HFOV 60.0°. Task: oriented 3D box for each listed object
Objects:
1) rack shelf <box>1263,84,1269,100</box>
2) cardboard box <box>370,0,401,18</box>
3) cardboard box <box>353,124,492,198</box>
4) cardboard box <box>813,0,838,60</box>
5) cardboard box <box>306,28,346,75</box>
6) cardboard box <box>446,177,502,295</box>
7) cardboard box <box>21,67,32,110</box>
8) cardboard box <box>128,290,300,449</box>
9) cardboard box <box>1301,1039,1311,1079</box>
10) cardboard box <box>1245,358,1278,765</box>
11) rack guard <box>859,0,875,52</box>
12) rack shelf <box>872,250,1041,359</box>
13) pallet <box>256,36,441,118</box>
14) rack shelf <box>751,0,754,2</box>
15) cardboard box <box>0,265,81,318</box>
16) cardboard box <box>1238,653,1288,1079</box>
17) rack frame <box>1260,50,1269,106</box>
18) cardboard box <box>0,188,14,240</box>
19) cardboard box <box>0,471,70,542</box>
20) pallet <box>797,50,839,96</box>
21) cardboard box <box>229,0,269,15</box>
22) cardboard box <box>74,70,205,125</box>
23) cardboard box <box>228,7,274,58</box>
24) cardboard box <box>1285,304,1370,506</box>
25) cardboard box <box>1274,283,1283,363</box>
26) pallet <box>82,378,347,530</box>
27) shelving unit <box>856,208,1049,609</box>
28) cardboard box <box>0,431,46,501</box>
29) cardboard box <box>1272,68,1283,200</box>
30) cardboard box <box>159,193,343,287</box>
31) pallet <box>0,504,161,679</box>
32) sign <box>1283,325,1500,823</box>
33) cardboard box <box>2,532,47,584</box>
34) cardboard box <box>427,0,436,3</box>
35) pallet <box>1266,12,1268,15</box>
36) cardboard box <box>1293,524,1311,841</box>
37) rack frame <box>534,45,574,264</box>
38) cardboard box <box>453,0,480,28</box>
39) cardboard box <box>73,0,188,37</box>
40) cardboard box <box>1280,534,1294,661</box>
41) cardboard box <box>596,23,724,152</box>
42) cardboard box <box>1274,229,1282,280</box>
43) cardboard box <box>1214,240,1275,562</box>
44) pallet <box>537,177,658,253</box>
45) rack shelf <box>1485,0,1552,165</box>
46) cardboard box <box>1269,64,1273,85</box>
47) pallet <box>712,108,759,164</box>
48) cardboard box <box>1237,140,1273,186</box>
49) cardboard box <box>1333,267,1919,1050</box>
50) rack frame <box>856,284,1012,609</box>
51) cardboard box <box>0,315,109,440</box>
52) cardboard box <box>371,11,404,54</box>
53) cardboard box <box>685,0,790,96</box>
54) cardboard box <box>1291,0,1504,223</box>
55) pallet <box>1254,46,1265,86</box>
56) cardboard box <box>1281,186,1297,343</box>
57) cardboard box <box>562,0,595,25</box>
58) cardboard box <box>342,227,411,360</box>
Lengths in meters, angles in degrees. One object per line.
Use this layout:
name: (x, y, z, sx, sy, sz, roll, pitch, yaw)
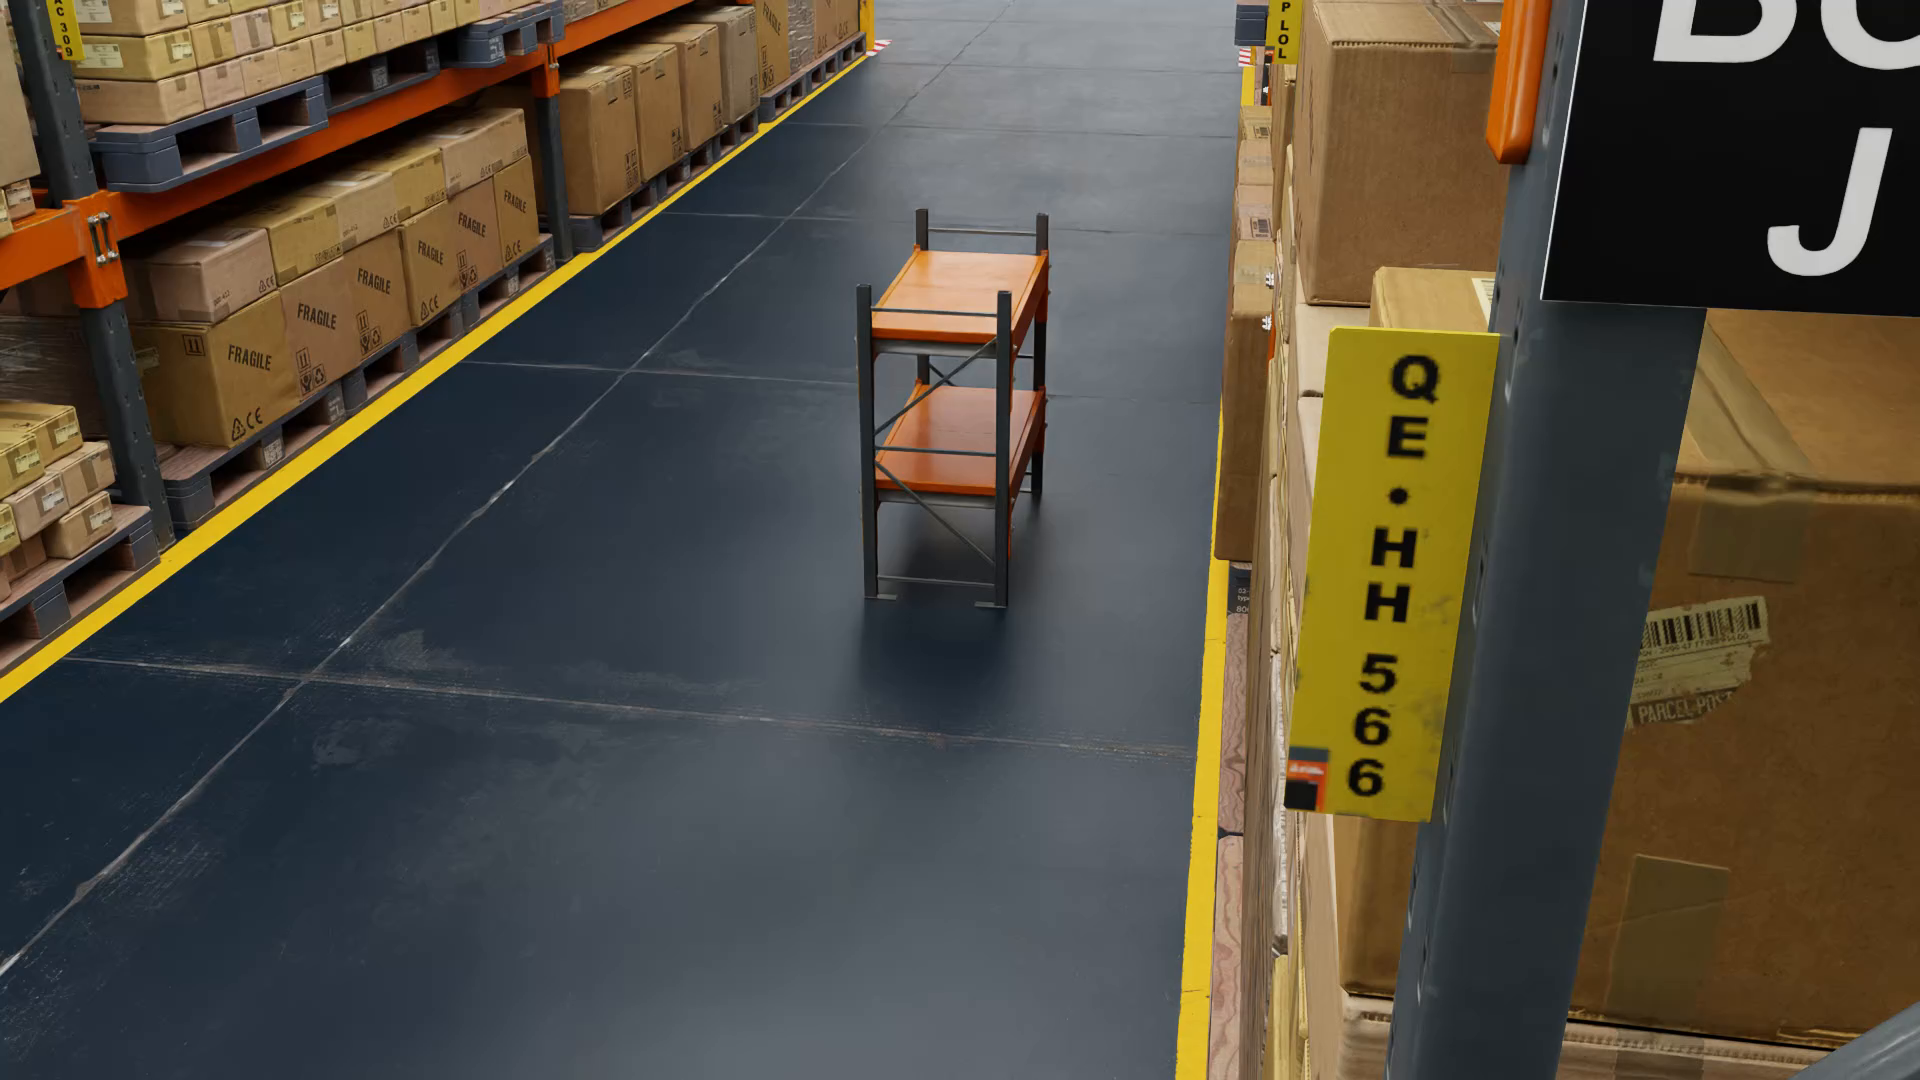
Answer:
rack shelf: (2.426, -3.152, 10.293, 1.077, 0.370, 4.000, 4, 25, 9)
cardboard box: (-2.659, -2.352, 7.187, 0.380, 0.149, 0.250, 4, 25, 7)
cardboard box: (-2.702, -1.908, 8.357, 0.500, 0.250, 0.500, 4, 25, 9)
cardboard box: (-1.657, -4.944, 15.285, 0.875, 0.875, 0.875, 4, 25, 8)
cardboard box: (-2.745, -1.995, 6.775, 0.380, 0.149, 0.250, 3, 25, 6)
cardboard box: (-2.716, -1.575, 8.529, 0.500, 0.500, 0.500, 5, 26, 11)
cardboard box: (-3.562, -1.610, 5.952, 0.380, 0.149, 0.250, 3, 25, 7)
cardboard box: (-3.049, -0.703, 6.666, 0.500, 0.500, 0.500, 5, 26, 11)
cardboard box: (0.525, 0.647, 1.626, 0.380, 0.149, 0.250, 5, 25, 10)
cardboard box: (1.259, 0.075, 4.563, 0.875, 0.875, 0.875, 4, 25, 9)
rack guard: (-1.466, -5.251, 16.878, 1.175, 0.500, 0.348, 4, 25, 9)
rack shelf: (-0.001, -0.838, 5.850, 0.459, 0.093, 0.952, 4, 25, 9)
pallet: (-3.061, -2.109, 7.444, 1.003, 0.211, 1.213, 4, 25, 9)
rack shelf: (-1.797, -5.210, 14.692, 1.077, 0.370, 4.000, 4, 25, 9)
cardboard box: (-3.559, -1.081, 6.589, 0.500, 0.250, 0.500, 3, 25, 7)
cardboard box: (0.966, 0.823, 2.964, 0.875, 0.875, 0.875, 4, 25, 9)
rack frame: (2.753, -4.314, 11.928, 1.000, 3.000, 0.127, 4, 25, 9)
cardboard box: (-3.181, -0.989, 5.121, 0.380, 0.149, 0.250, 3, 25, 7)
cardboard box: (-3.201, -0.120, 5.484, 0.380, 0.149, 0.250, 3, 25, 6)
pallet: (-1.725, -4.261, 15.104, 1.003, 0.211, 1.213, 4, 25, 9)
cardboard box: (-2.829, -2.057, 6.205, 0.380, 0.149, 0.250, 4, 25, 9)
cardboard box: (-2.913, -1.563, 5.852, 0.380, 0.149, 0.250, 3, 25, 6)
cardboard box: (-2.831, -1.914, 6.252, 0.380, 0.149, 0.250, 5, 25, 10)
cardboard box: (0.857, -0.226, 3.021, 0.500, 0.250, 0.500, 4, 25, 9)
cardboard box: (0.984, -0.533, 4.148, 0.380, 0.149, 0.250, 5, 26, 10)
pallet: (-3.305, -0.417, 6.891, 1.003, 0.211, 1.213, 4, 25, 9)
shelving unit: (-0.001, -0.507, 6.006, 0.538, 1.125, 1.048, 4, 25, 9)
cardboard box: (-3.235, -0.246, 5.403, 0.380, 0.149, 0.250, 4, 25, 9)
cardboard box: (1.340, -1.434, 5.658, 0.500, 0.500, 0.500, 5, 26, 10)
cardboard box: (-2.965, -1.265, 6.983, 0.500, 0.250, 0.500, 5, 25, 10)
pallet: (-3.506, 0.192, 5.590, 1.003, 0.211, 1.213, 4, 25, 9)
sign: (0.259, 0.030, 1.003, 0.100, 0.325, 0.005, 4, 25, 9)
cardboard box: (-3.284, 0.038, 5.499, 0.380, 0.149, 0.250, 5, 25, 10)
cardboard box: (-2.576, -2.569, 7.651, 0.380, 0.149, 0.250, 4, 25, 8)
pallet: (2.382, -3.385, 10.169, 1.003, 0.211, 1.213, 4, 25, 9)
cardboard box: (0.693, 0.205, 2.100, 0.500, 0.250, 0.500, 4, 25, 8)
rack frame: (-2.777, -3.027, 9.178, 1.000, 3.000, 0.127, 4, 25, 9)
cardboard box: (-2.533, -2.550, 7.960, 0.380, 0.149, 0.250, 4, 25, 8)
cardboard box: (-2.913, -1.833, 5.726, 0.380, 0.149, 0.250, 5, 26, 11)
cardboard box: (0.733, 0.111, 2.770, 0.380, 0.149, 0.250, 4, 25, 9)
cardboard box: (-2.298, -3.202, 11.711, 1.050, 0.750, 0.750, 4, 25, 9)
cardboard box: (1.069, -0.753, 4.618, 0.380, 0.149, 0.250, 4, 25, 9)
cardboard box: (1.531, -0.465, 5.716, 1.225, 0.875, 0.875, 4, 25, 9)
pallet: (-2.574, -2.088, 10.463, 1.003, 0.211, 1.213, 4, 25, 9)
rack shelf: (1.119, -1.164, 2.509, 1.077, 0.370, 4.000, 4, 25, 9)
cardboard box: (1.669, -2.286, 7.477, 0.500, 0.500, 0.500, 3, 25, 7)
pallet: (-2.175, -3.109, 12.643, 1.003, 0.211, 1.213, 4, 25, 9)
cardboard box: (1.813, -1.209, 7.306, 1.225, 0.875, 0.875, 4, 25, 9)
cardboard box: (0.612, 0.077, 1.490, 0.500, 0.500, 0.500, 4, 25, 9)
rack frame: (-0.084, -0.294, 5.551, 0.500, 1.125, 0.032, 4, 25, 9)
cardboard box: (-3.559, -0.739, 6.744, 0.500, 0.500, 0.500, 4, 25, 8)
cardboard box: (-2.661, -2.215, 7.244, 0.380, 0.149, 0.250, 3, 25, 6)
cardboard box: (-1.952, -4.186, 13.665, 0.875, 0.875, 0.875, 4, 25, 9)
cardboard box: (1.027, -0.986, 3.760, 0.500, 0.500, 0.500, 4, 25, 9)
pallet: (3.227, -4.355, 15.304, 1.003, 0.211, 1.213, 4, 25, 9)
cardboard box: (1.024, -0.649, 3.924, 0.500, 0.250, 0.500, 4, 25, 8)
cardboard box: (-2.438, -3.241, 9.518, 0.500, 0.500, 0.500, 4, 25, 9)
cardboard box: (-2.892, -1.144, 7.609, 0.500, 0.500, 0.500, 4, 25, 9)
